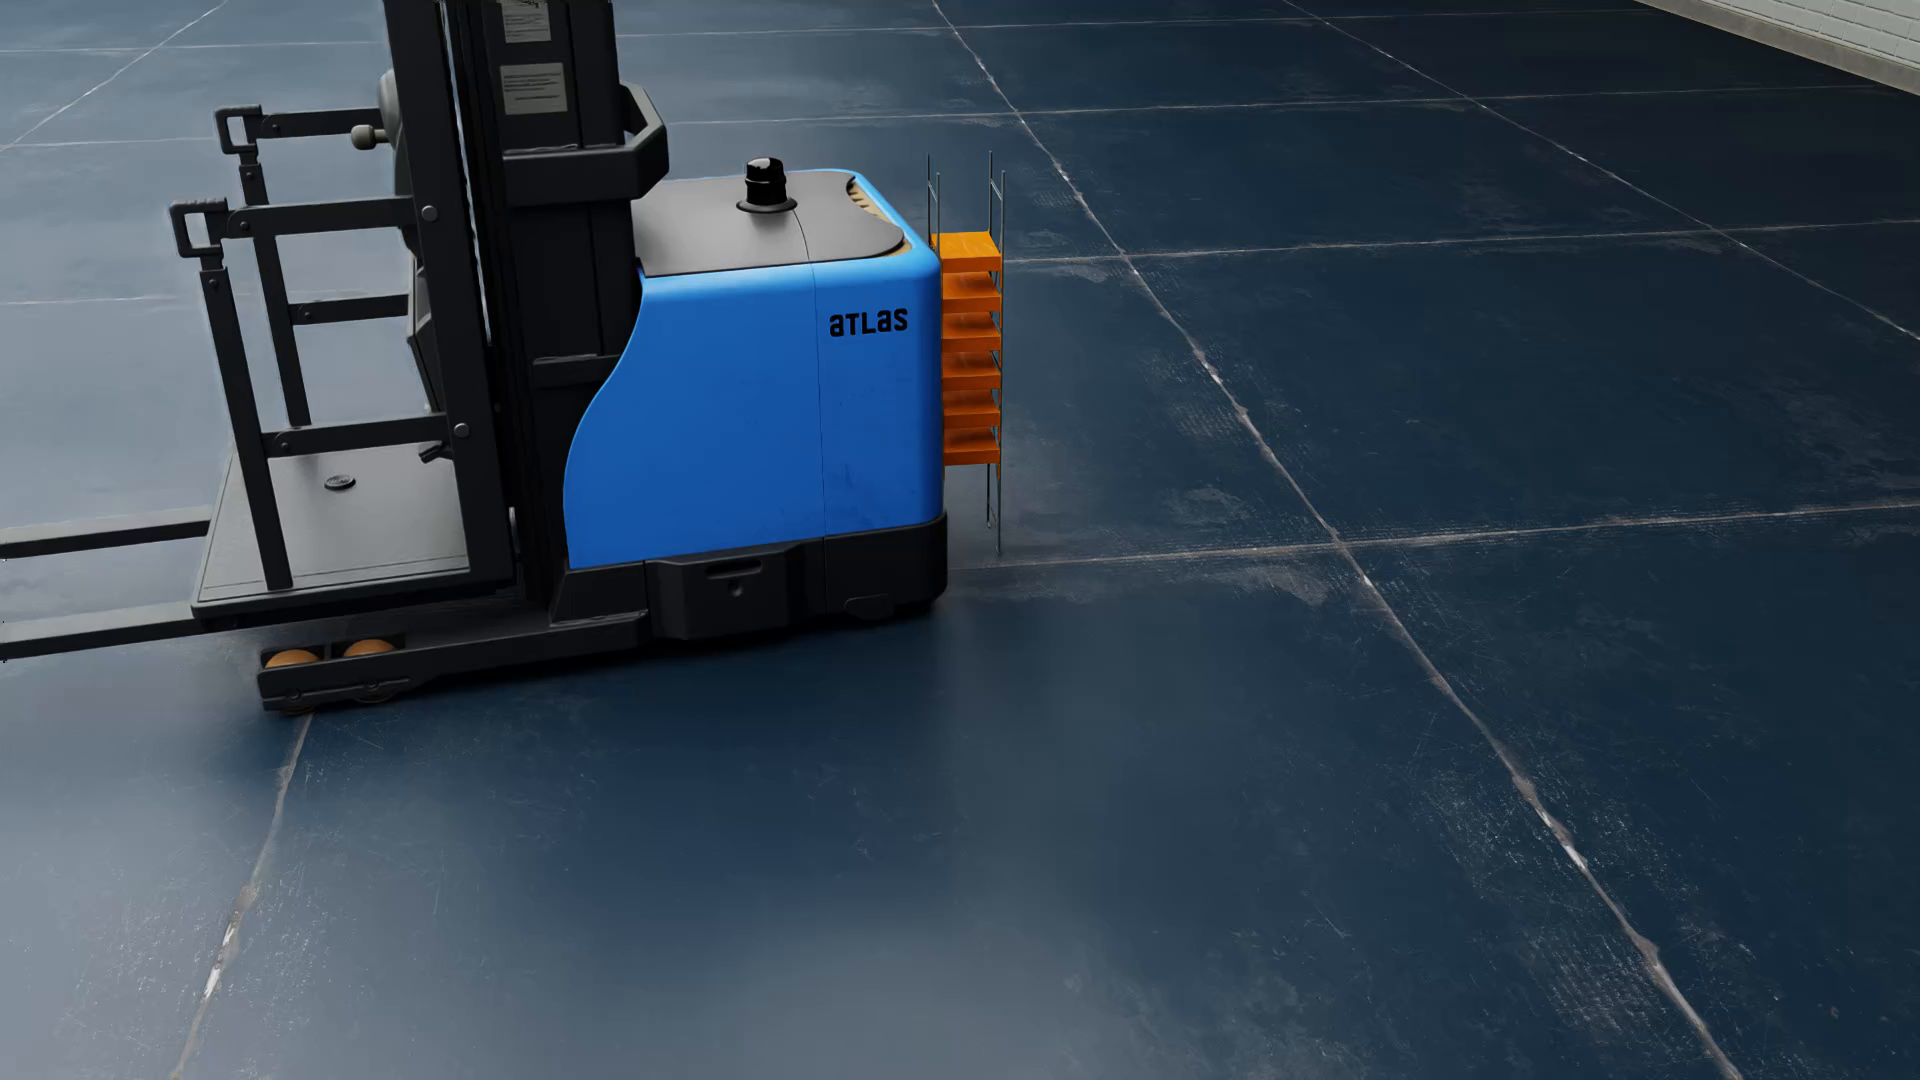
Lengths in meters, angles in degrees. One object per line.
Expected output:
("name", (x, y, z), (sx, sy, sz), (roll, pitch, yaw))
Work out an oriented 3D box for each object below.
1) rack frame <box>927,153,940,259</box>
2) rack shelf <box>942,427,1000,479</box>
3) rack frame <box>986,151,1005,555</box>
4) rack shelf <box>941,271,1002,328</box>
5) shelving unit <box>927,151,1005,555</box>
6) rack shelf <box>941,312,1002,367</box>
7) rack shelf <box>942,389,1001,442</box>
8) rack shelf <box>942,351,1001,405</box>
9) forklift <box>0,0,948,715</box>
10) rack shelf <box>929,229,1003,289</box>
("rack frame", (-0.076, -0.529, 4.967), (0.006, 1.200, 0.240), (-4, 27, -7))
("rack shelf", (0.014, -0.282, 5.108), (0.180, 0.103, 0.258), (-4, 27, -7))
("rack frame", (0.105, -0.541, 4.989), (0.006, 1.200, 0.240), (-4, 27, -7))
("rack shelf", (0.014, -0.709, 4.889), (0.180, 0.103, 0.258), (-4, 27, -7))
("shelving unit", (0.014, -0.535, 4.978), (0.189, 1.200, 0.258), (-4, 27, -7))
("rack shelf", (0.014, -0.602, 4.943), (0.180, 0.103, 0.258), (-4, 27, -7))
("rack shelf", (0.014, -0.388, 5.053), (0.180, 0.103, 0.258), (-4, 27, -7))
("rack shelf", (0.014, -0.495, 4.998), (0.180, 0.103, 0.258), (-4, 27, -7))
("forklift", (-1.612, -1.115, 4.213), (3.031, 2.935, 1.130), (-8, 28, -14))
("rack shelf", (0.014, -0.816, 4.834), (0.180, 0.103, 0.258), (-4, 27, -7))
